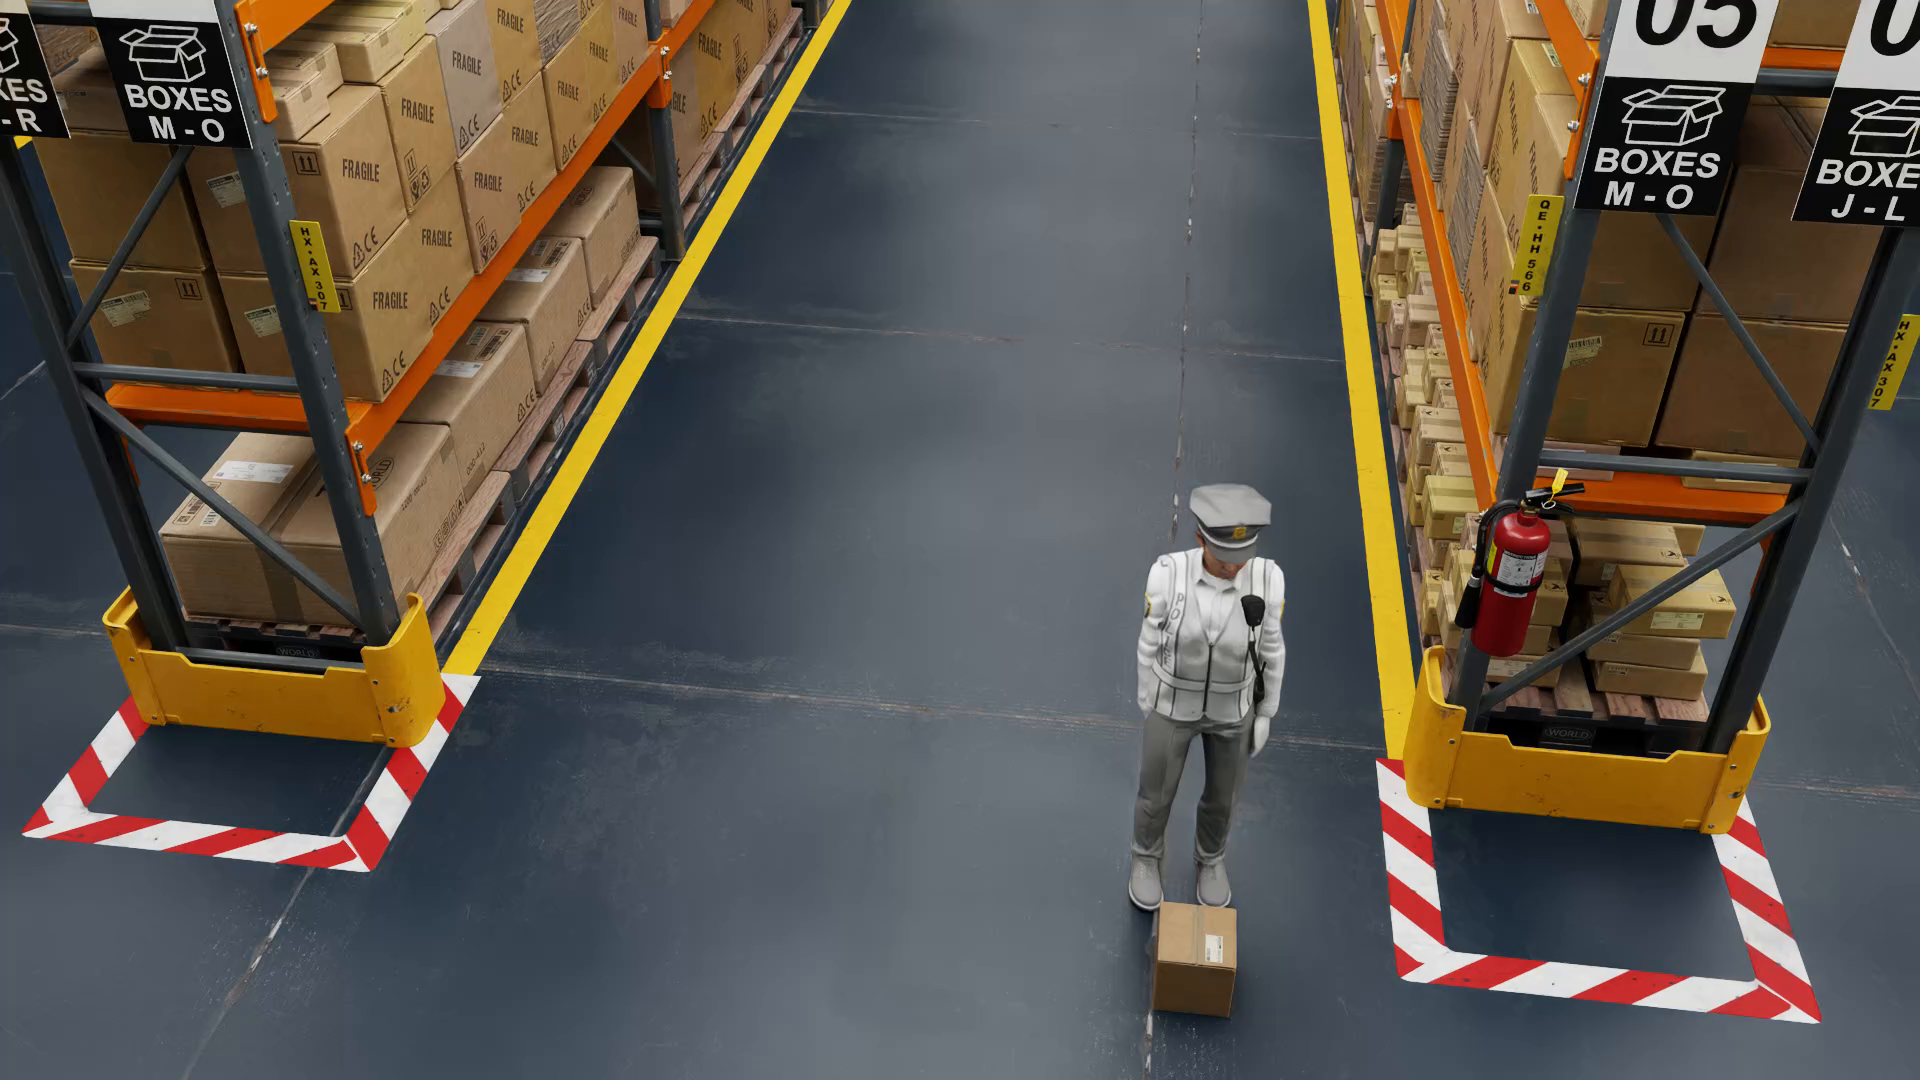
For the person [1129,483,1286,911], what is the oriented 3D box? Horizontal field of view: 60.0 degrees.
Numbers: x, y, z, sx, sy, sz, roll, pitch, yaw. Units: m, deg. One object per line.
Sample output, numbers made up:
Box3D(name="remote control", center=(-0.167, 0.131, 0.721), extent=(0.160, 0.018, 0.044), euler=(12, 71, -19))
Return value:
Box3D(name="person", center=(0.800, 0.550, 5.405), extent=(0.469, 1.662, 0.328), euler=(2, 36, 2))
